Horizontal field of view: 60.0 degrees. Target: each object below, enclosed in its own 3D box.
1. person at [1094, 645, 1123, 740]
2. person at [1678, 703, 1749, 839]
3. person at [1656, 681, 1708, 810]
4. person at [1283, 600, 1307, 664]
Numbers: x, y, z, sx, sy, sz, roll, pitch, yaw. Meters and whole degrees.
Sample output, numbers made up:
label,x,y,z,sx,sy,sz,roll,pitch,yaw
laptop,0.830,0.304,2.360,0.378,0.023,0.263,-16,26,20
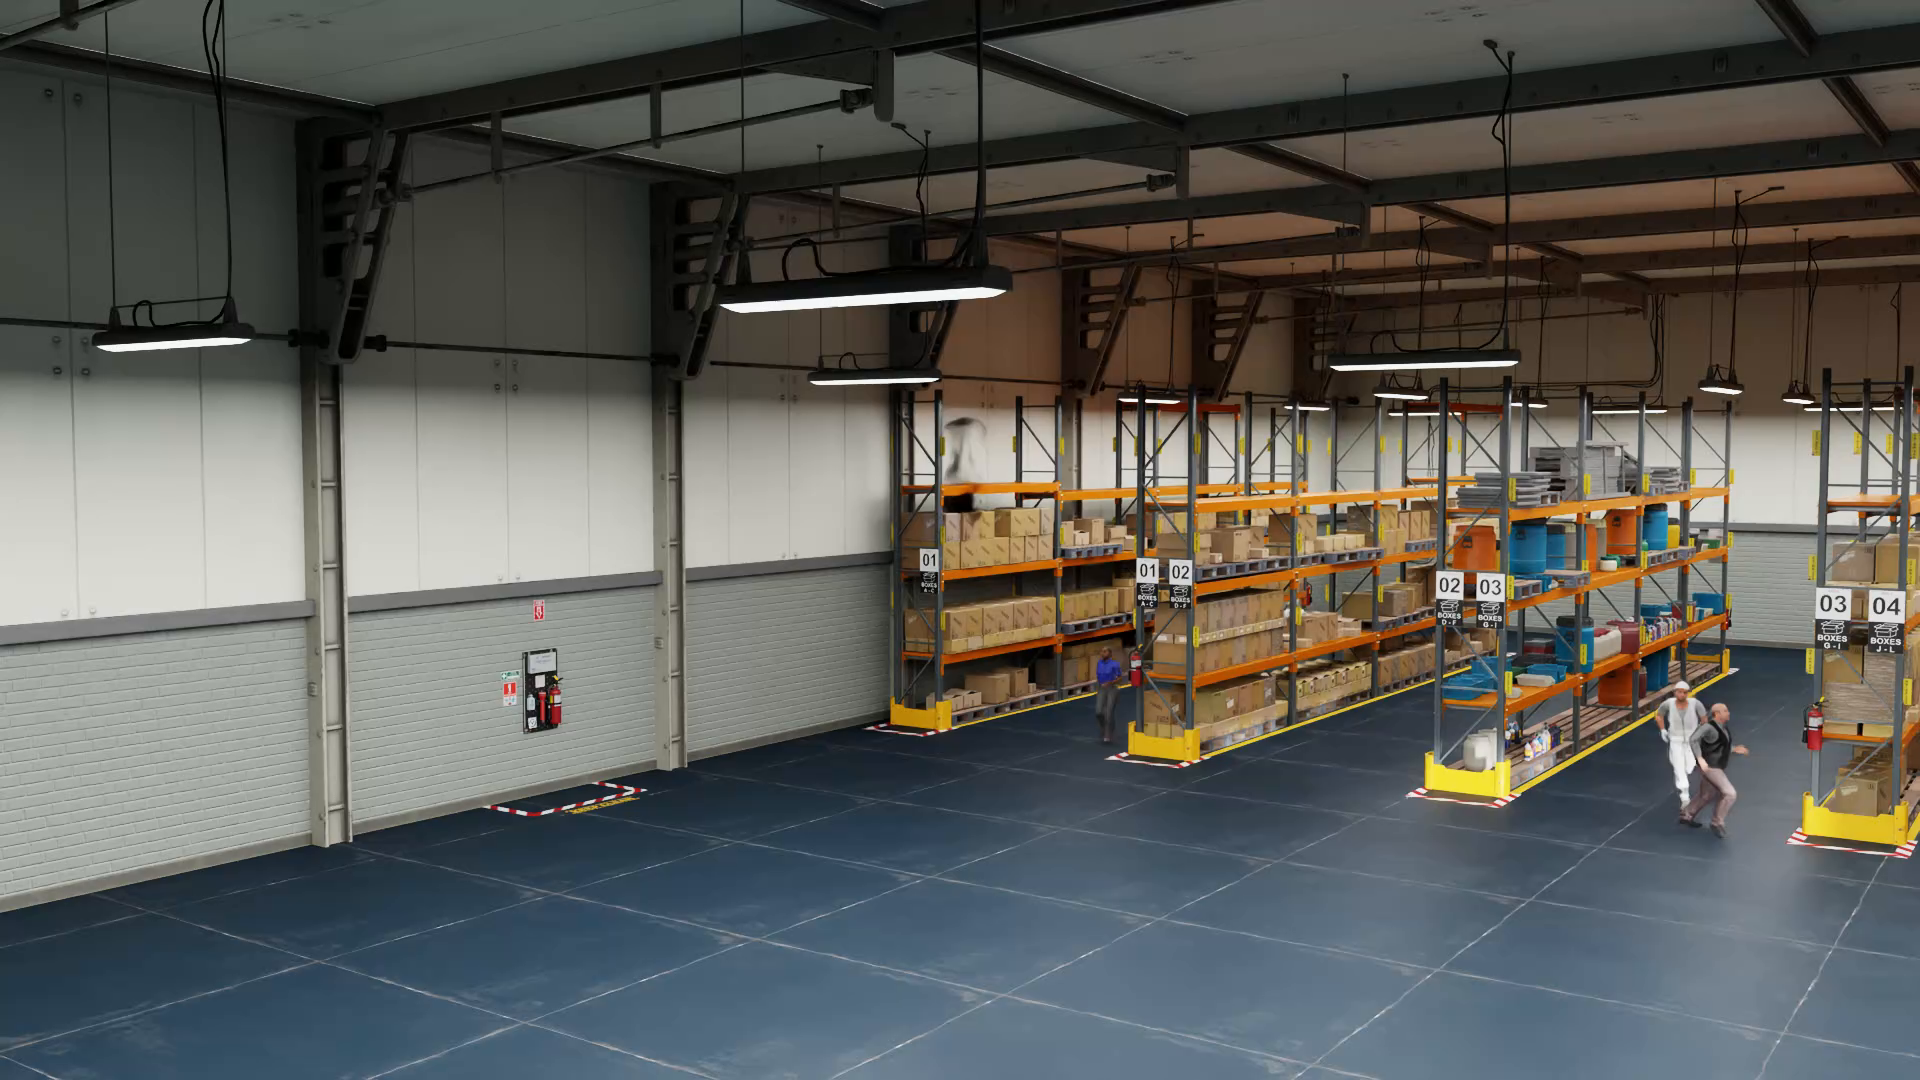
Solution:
label,x,y,z,sx,sy,sz,roll,pitch,yaw
person,2.480,2.602,28.211,0.560,1.621,0.574,2,4,32
person,9.685,2.968,21.419,0.833,1.752,0.662,3,4,40
person,10.094,2.829,23.273,0.659,1.773,1.054,1,3,16
person,7.326,2.130,36.209,0.675,1.703,0.761,3,4,40
